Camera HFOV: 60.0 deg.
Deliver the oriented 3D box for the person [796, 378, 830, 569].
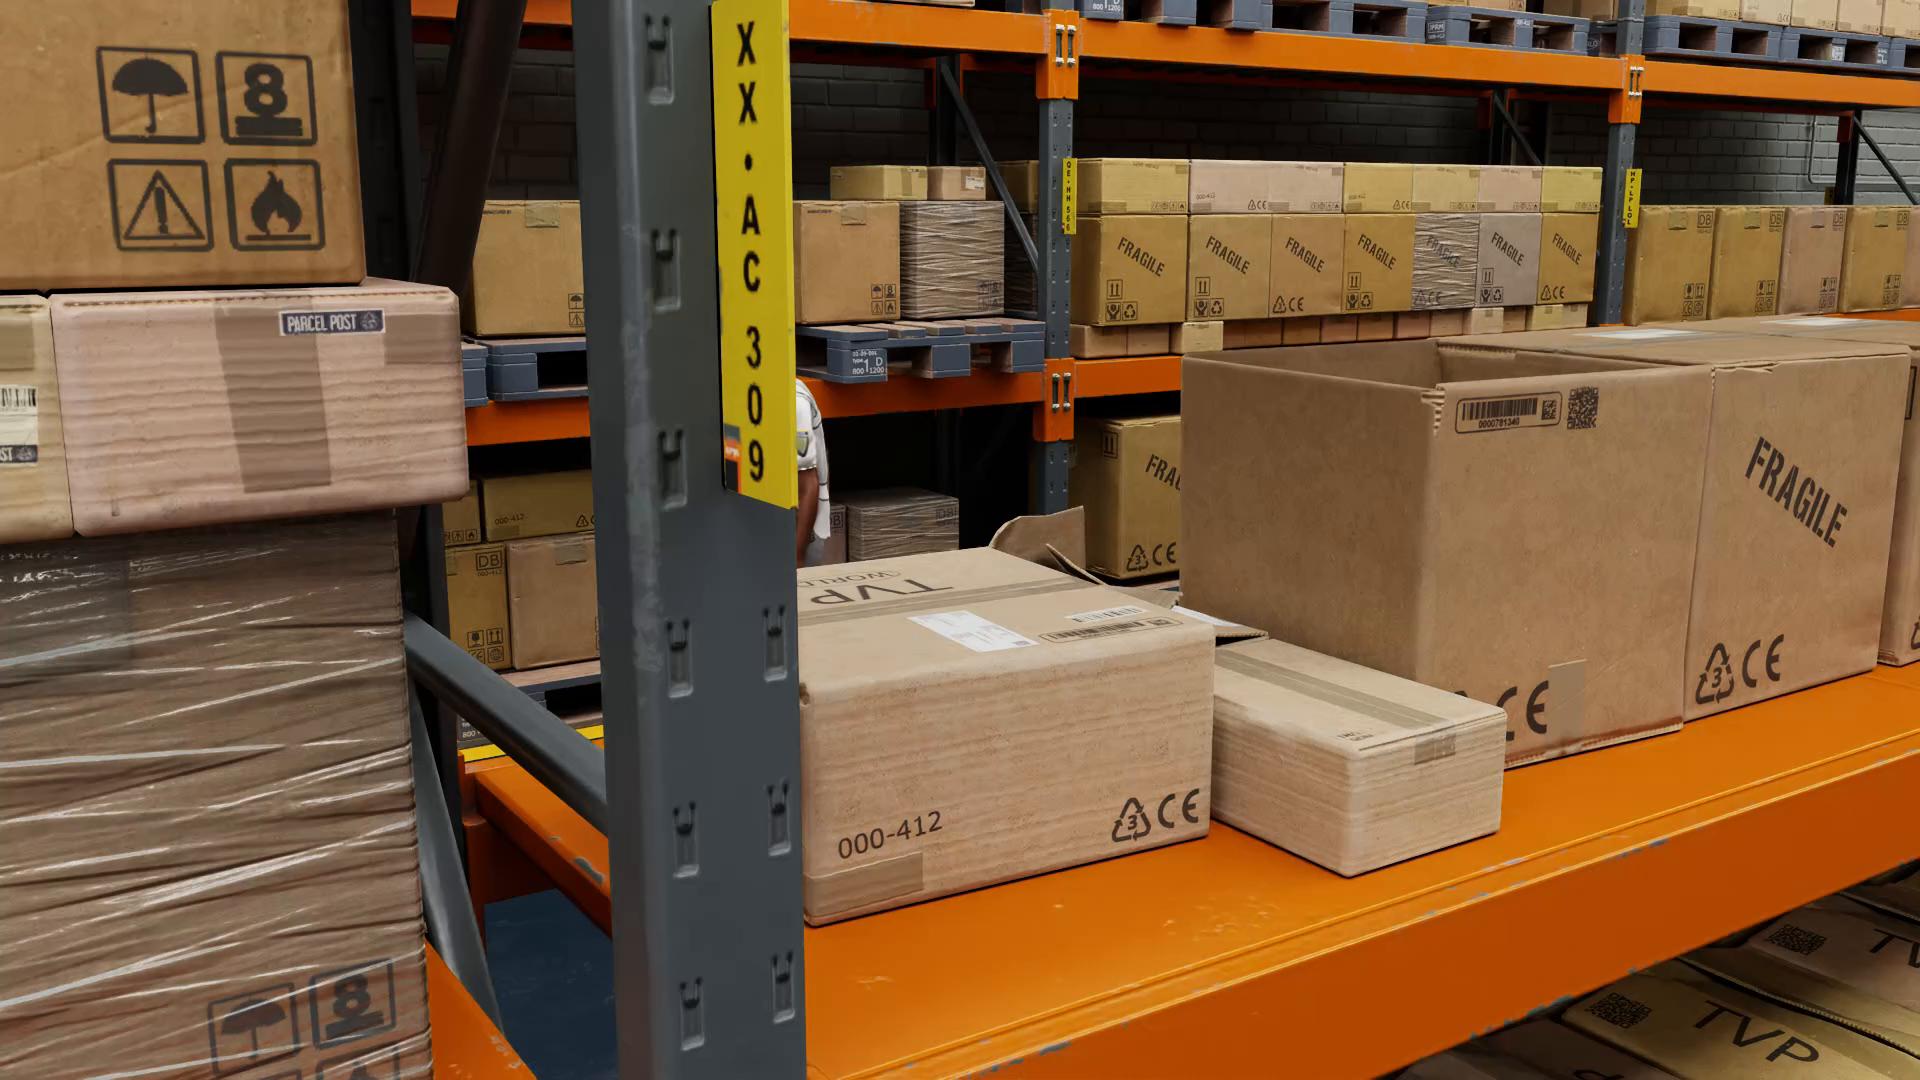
[{"bbox_3d":[-0.689,0.021,5.845,0.425,1.657,0.510,-8,14,-35],"label":"person"}]
